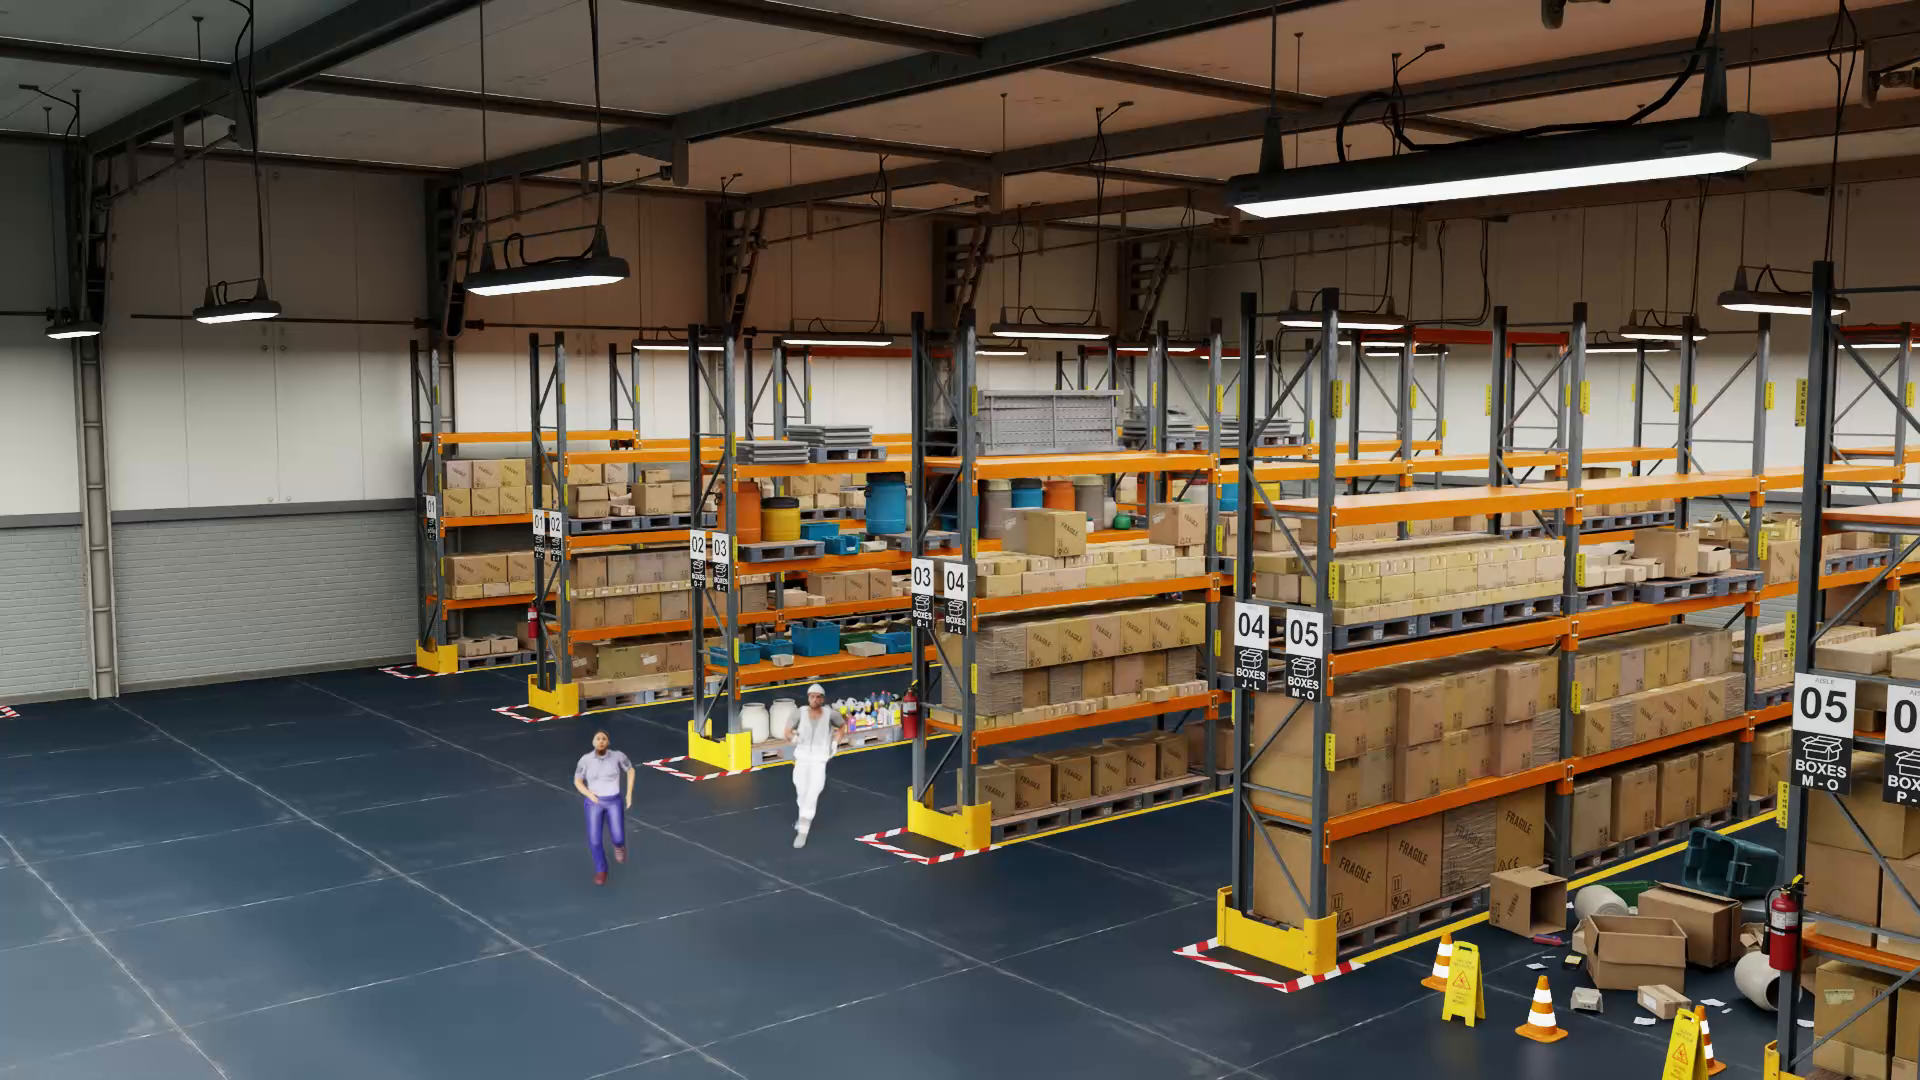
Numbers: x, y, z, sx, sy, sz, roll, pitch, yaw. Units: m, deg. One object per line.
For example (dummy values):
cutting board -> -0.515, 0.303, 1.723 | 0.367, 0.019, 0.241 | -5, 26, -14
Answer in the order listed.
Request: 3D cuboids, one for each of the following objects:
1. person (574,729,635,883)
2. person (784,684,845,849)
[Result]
person -> -3.706, 2.776, 17.363 | 0.629, 1.599, 0.549 | -1, 5, -13
person -> -1.670, 2.520, 18.928 | 0.671, 1.806, 0.874 | 1, 5, 6
